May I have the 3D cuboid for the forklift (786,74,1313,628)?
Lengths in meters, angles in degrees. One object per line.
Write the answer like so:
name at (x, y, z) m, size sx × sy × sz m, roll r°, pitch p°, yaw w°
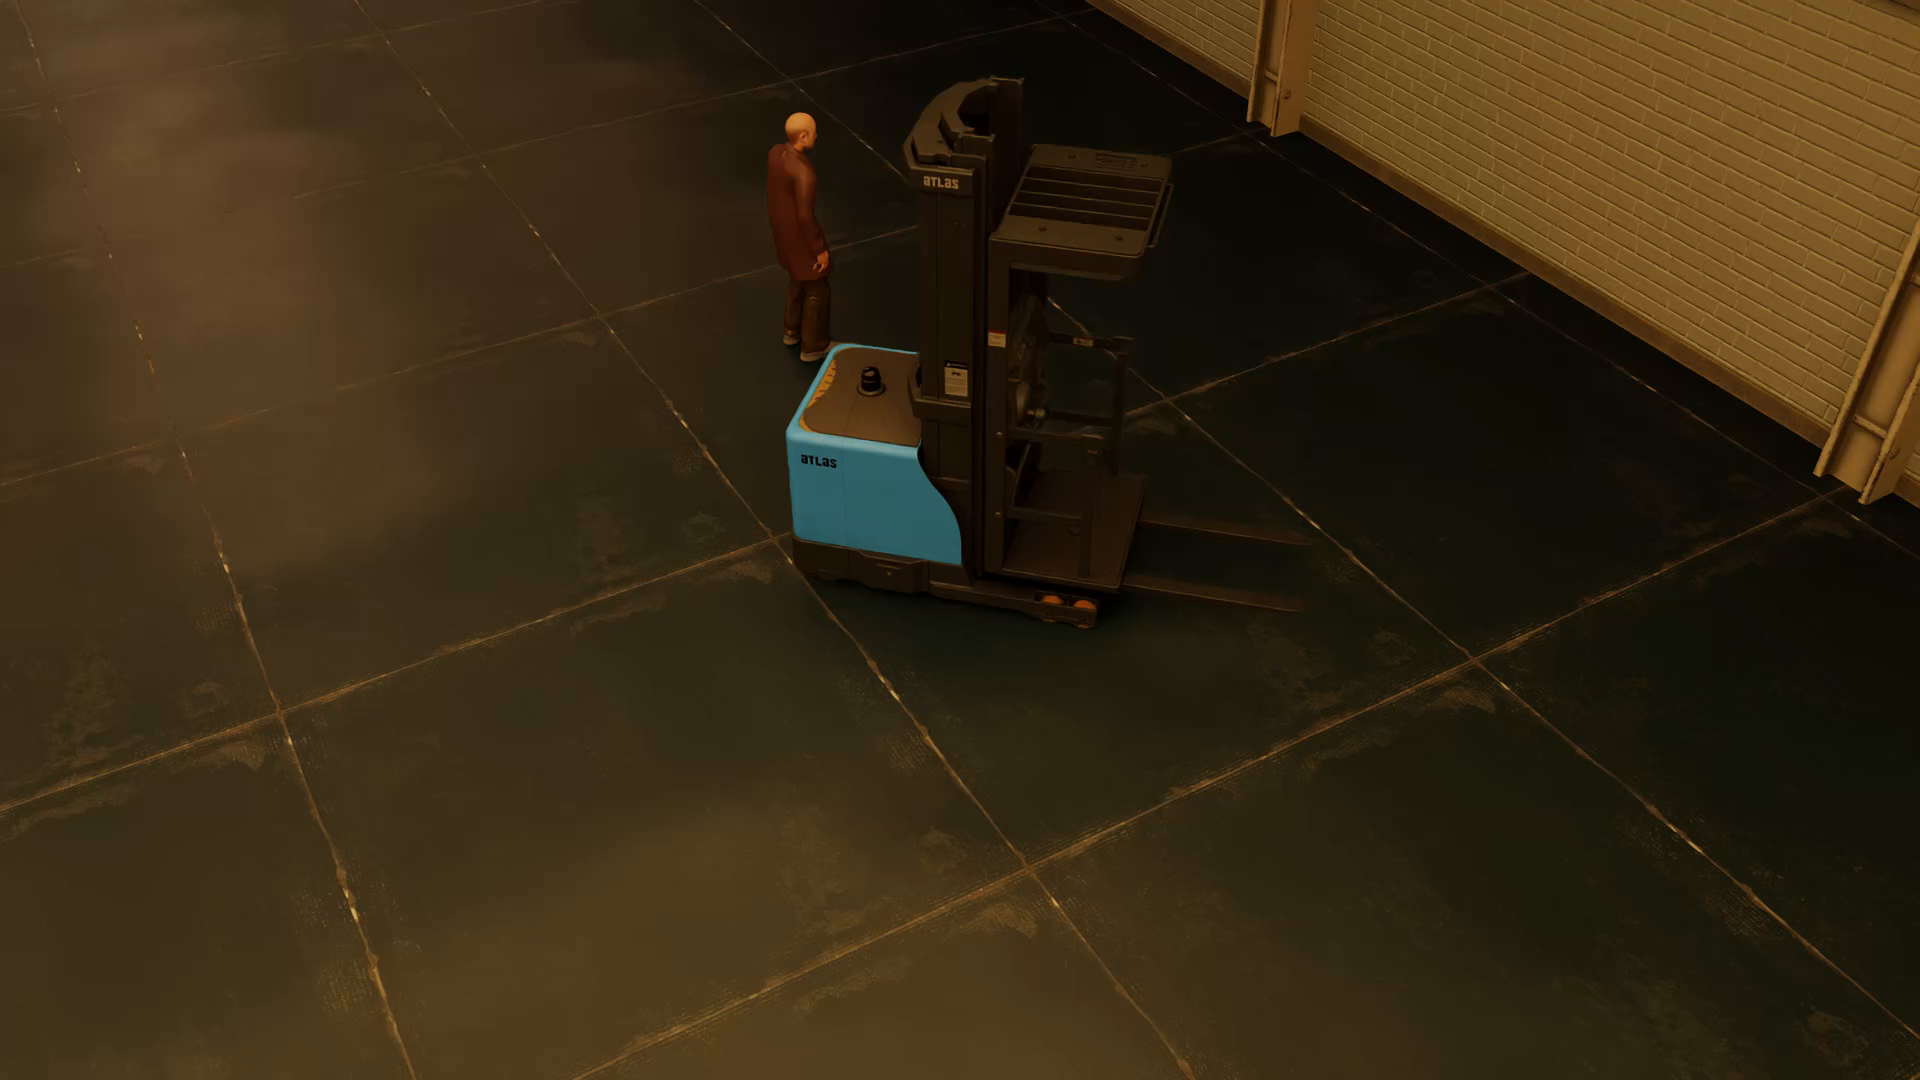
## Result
forklift at (0.570, -0.988, 9.228) m, size 3.031 × 2.935 × 1.130 m, roll 9°, pitch 41°, yaw 11°

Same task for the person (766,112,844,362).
person at (-1.082, -2.097, 11.471) m, size 0.438 × 1.772 × 0.659 m, roll -19°, pitch 43°, yaw -22°
